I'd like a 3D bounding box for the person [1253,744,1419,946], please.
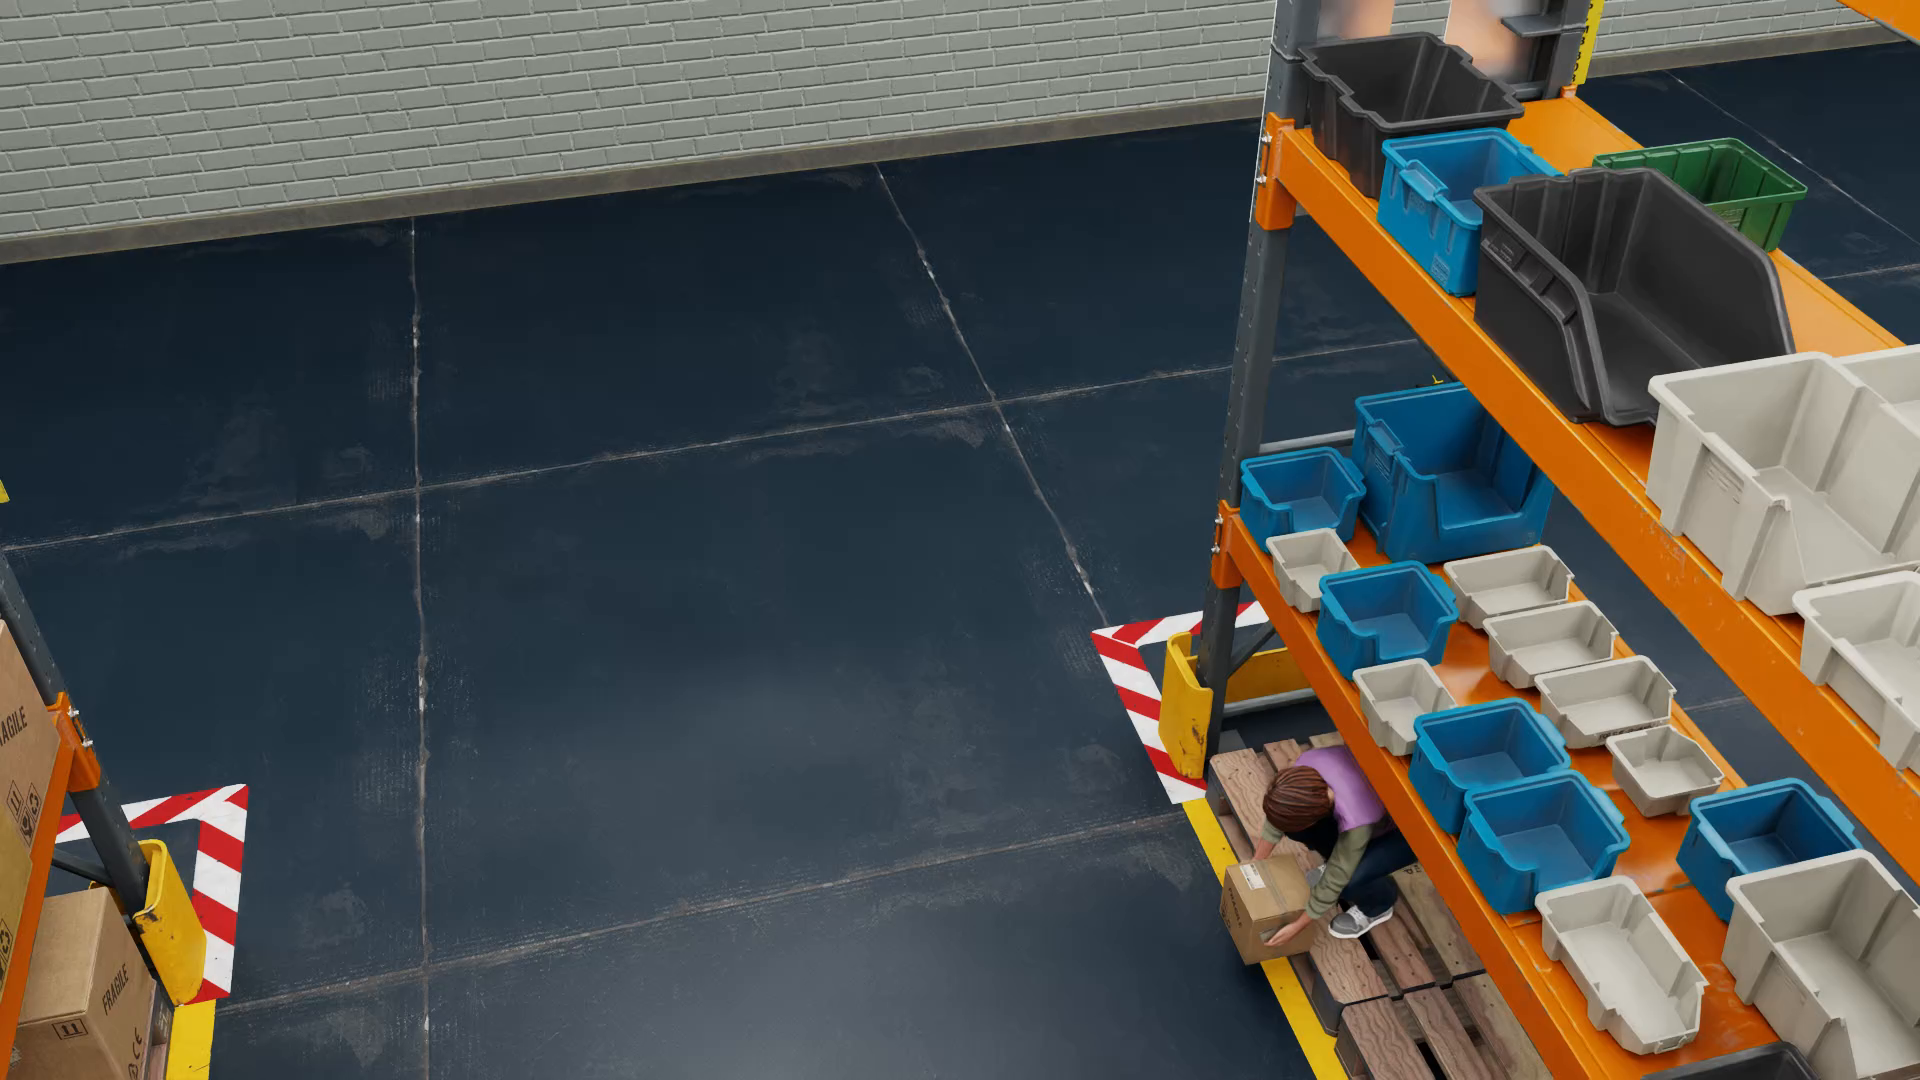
[{"bbox_3d":[1.344,1.010,5.724,0.793,0.854,0.440,-13,41,-16],"label":"person"}]
